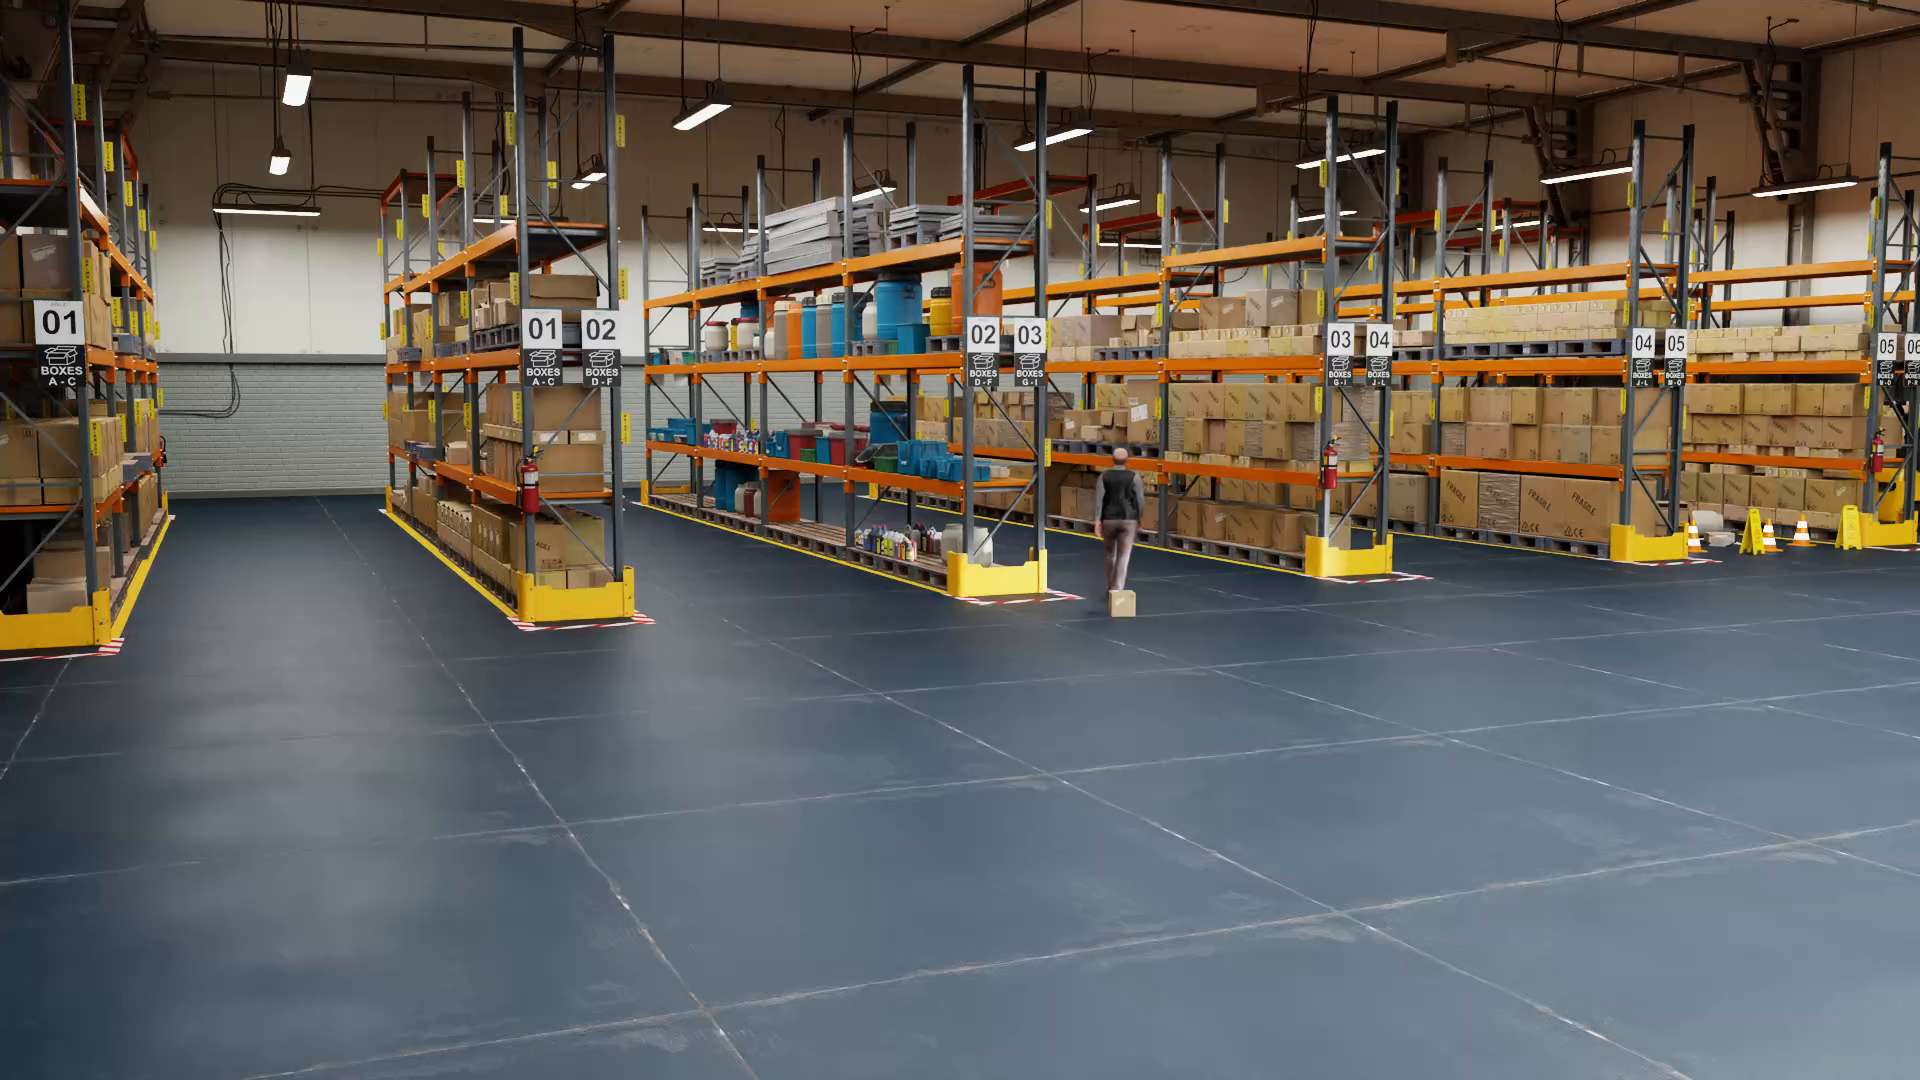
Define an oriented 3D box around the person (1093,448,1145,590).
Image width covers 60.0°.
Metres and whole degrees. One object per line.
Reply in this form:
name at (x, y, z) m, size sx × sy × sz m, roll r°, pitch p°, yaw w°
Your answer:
person at (1.824, -0.190, 18.840) m, size 0.546 × 1.712 × 0.887 m, roll 2°, pitch 6°, yaw 20°
